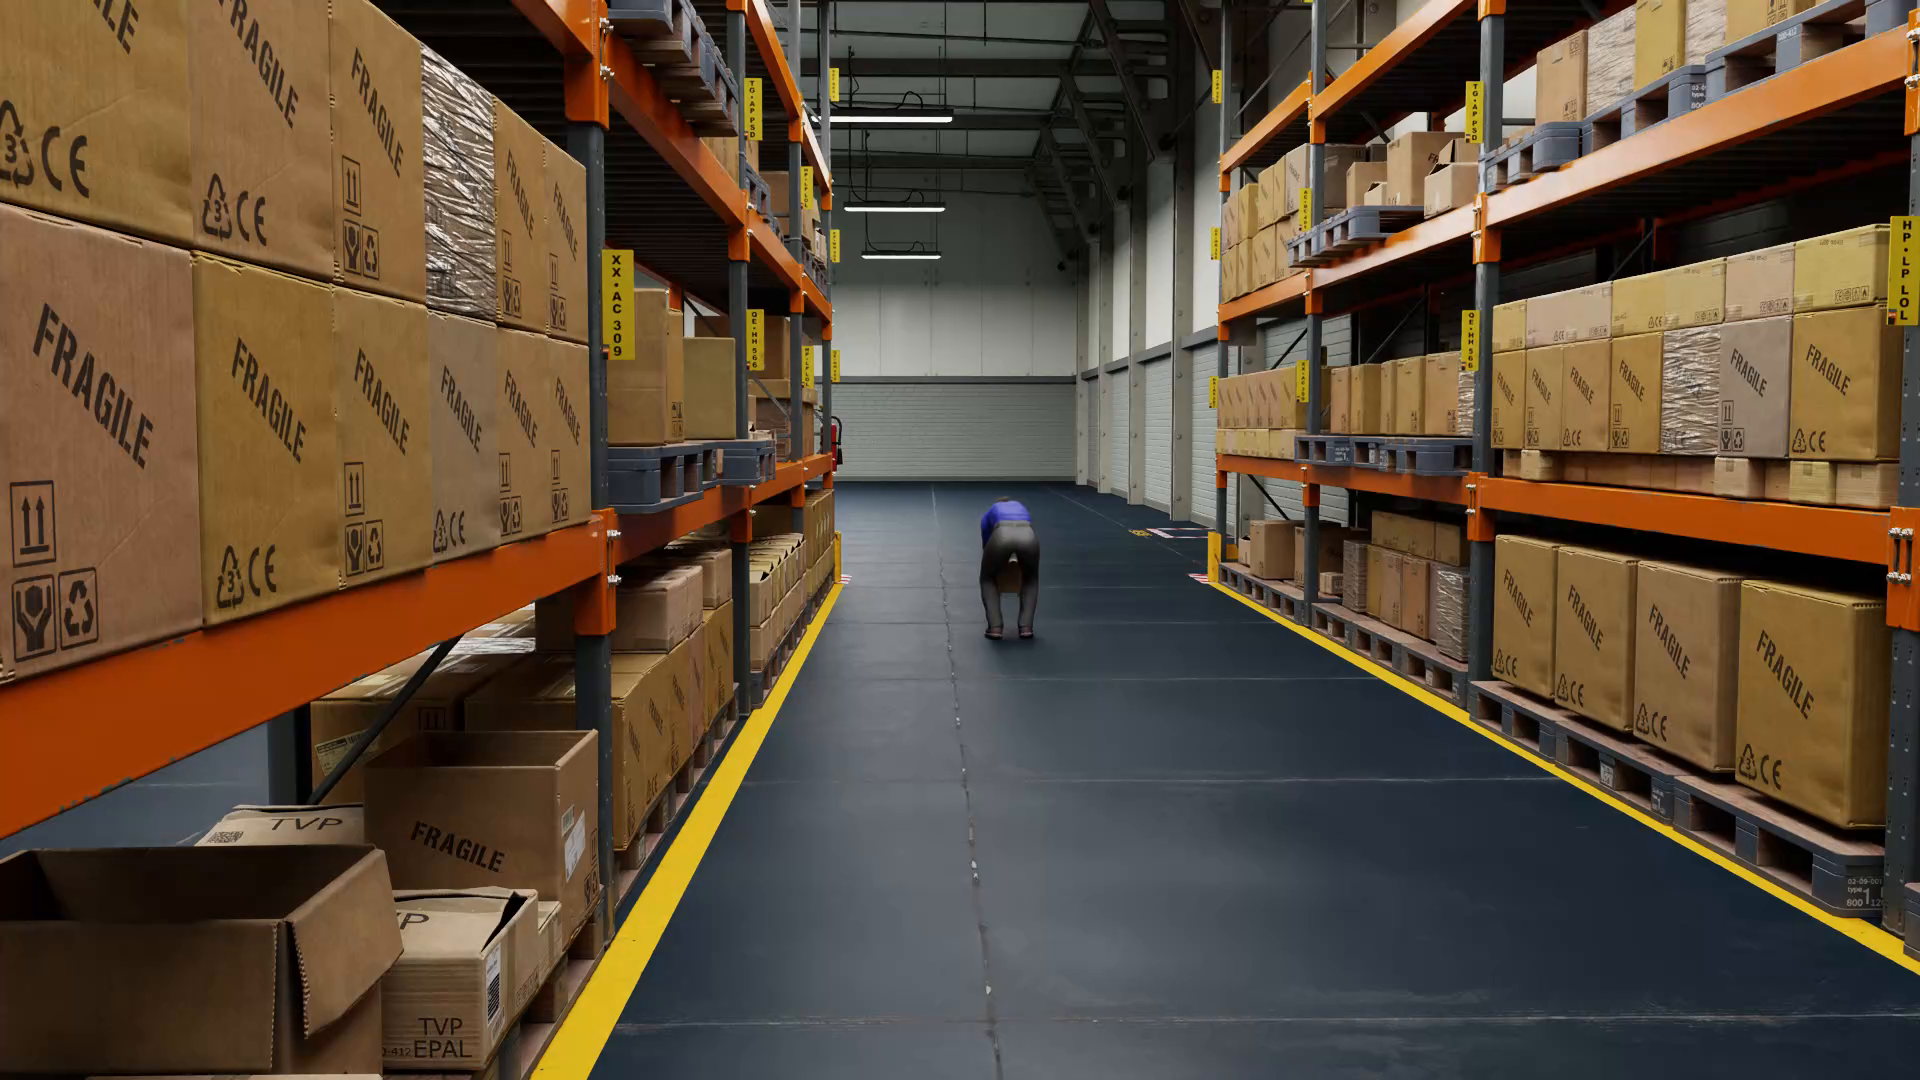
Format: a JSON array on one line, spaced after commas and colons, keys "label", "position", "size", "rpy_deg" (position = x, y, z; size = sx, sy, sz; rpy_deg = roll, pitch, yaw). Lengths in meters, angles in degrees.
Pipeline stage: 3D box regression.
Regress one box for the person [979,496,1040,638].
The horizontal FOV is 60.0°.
[{"label": "person", "position": [0.369, 0.201, 12.628], "size": [0.452, 1.048, 0.857], "rpy_deg": [0, 4, -4]}]
